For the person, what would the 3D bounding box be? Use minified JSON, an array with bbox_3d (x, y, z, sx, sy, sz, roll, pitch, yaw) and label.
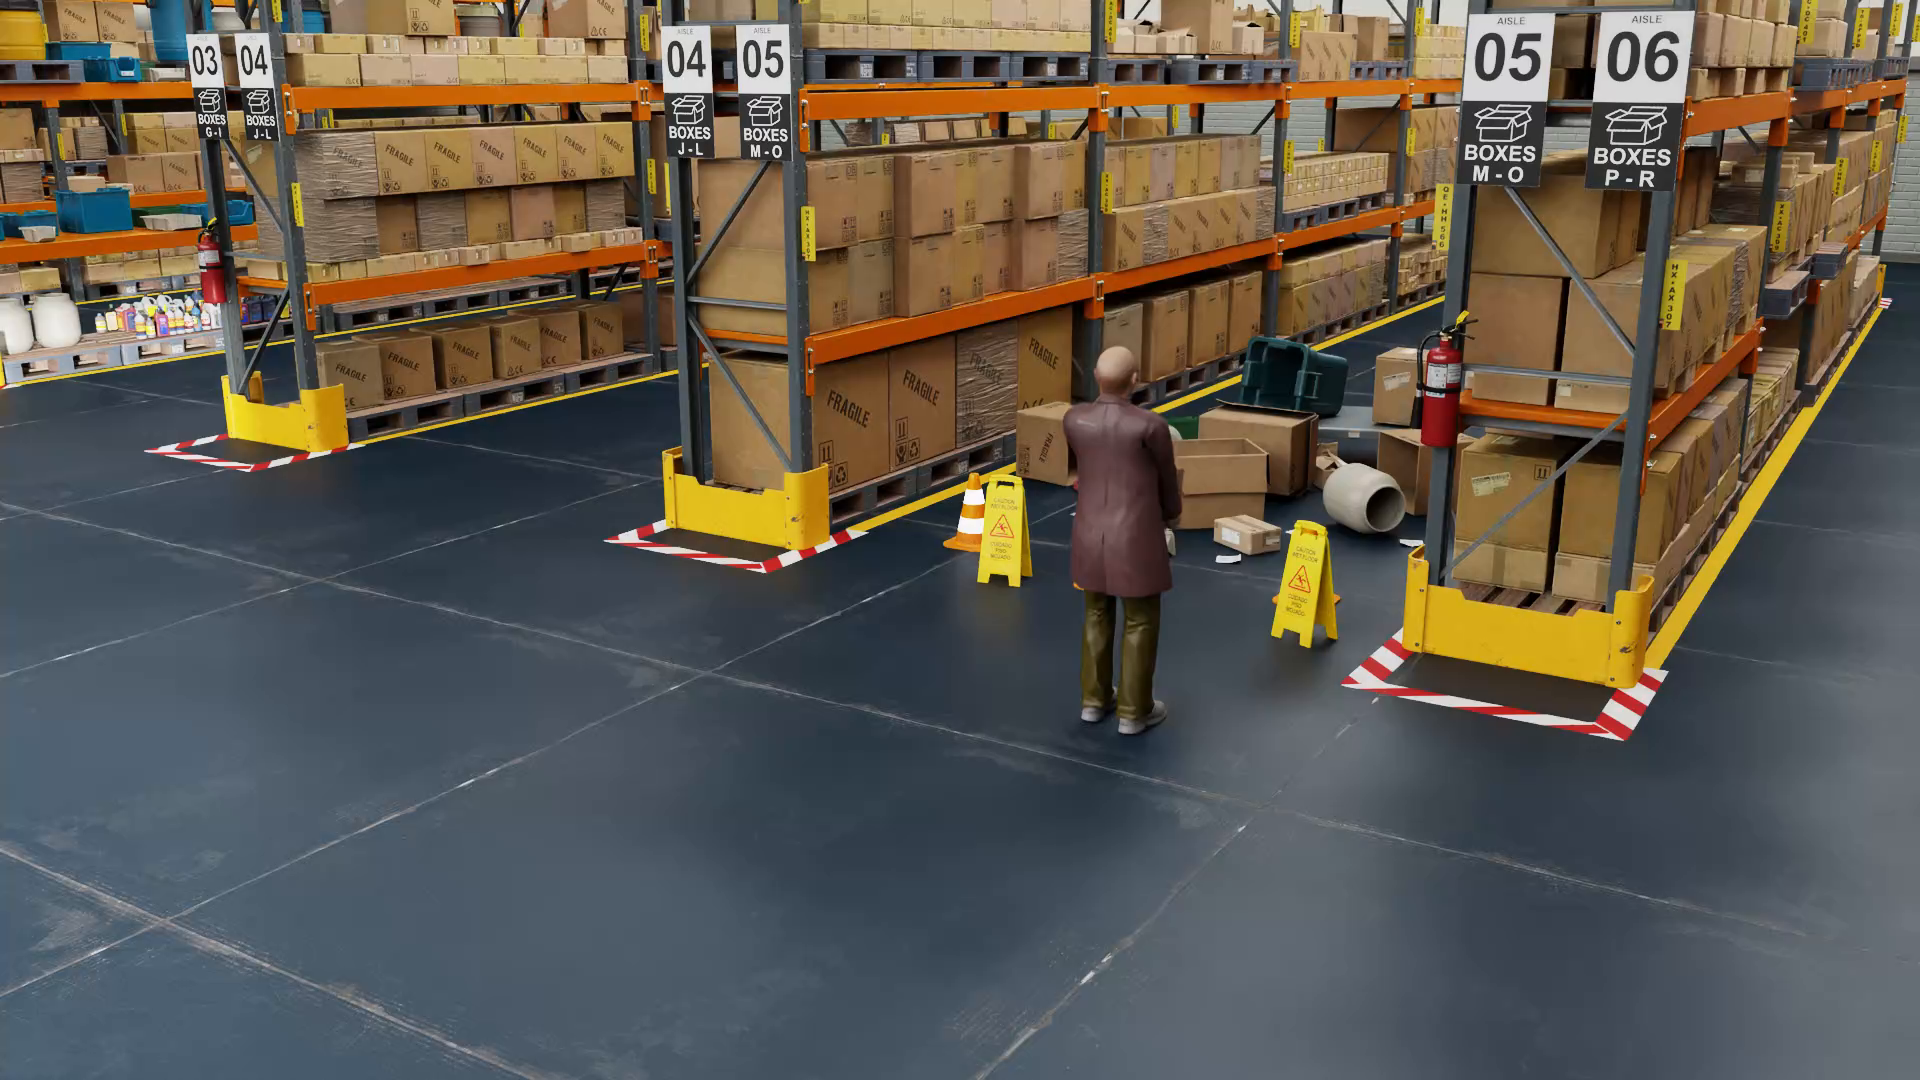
[{"bbox_3d":[0.772,-0.027,7.658,0.525,1.779,0.548,9,18,30],"label":"person"}]
